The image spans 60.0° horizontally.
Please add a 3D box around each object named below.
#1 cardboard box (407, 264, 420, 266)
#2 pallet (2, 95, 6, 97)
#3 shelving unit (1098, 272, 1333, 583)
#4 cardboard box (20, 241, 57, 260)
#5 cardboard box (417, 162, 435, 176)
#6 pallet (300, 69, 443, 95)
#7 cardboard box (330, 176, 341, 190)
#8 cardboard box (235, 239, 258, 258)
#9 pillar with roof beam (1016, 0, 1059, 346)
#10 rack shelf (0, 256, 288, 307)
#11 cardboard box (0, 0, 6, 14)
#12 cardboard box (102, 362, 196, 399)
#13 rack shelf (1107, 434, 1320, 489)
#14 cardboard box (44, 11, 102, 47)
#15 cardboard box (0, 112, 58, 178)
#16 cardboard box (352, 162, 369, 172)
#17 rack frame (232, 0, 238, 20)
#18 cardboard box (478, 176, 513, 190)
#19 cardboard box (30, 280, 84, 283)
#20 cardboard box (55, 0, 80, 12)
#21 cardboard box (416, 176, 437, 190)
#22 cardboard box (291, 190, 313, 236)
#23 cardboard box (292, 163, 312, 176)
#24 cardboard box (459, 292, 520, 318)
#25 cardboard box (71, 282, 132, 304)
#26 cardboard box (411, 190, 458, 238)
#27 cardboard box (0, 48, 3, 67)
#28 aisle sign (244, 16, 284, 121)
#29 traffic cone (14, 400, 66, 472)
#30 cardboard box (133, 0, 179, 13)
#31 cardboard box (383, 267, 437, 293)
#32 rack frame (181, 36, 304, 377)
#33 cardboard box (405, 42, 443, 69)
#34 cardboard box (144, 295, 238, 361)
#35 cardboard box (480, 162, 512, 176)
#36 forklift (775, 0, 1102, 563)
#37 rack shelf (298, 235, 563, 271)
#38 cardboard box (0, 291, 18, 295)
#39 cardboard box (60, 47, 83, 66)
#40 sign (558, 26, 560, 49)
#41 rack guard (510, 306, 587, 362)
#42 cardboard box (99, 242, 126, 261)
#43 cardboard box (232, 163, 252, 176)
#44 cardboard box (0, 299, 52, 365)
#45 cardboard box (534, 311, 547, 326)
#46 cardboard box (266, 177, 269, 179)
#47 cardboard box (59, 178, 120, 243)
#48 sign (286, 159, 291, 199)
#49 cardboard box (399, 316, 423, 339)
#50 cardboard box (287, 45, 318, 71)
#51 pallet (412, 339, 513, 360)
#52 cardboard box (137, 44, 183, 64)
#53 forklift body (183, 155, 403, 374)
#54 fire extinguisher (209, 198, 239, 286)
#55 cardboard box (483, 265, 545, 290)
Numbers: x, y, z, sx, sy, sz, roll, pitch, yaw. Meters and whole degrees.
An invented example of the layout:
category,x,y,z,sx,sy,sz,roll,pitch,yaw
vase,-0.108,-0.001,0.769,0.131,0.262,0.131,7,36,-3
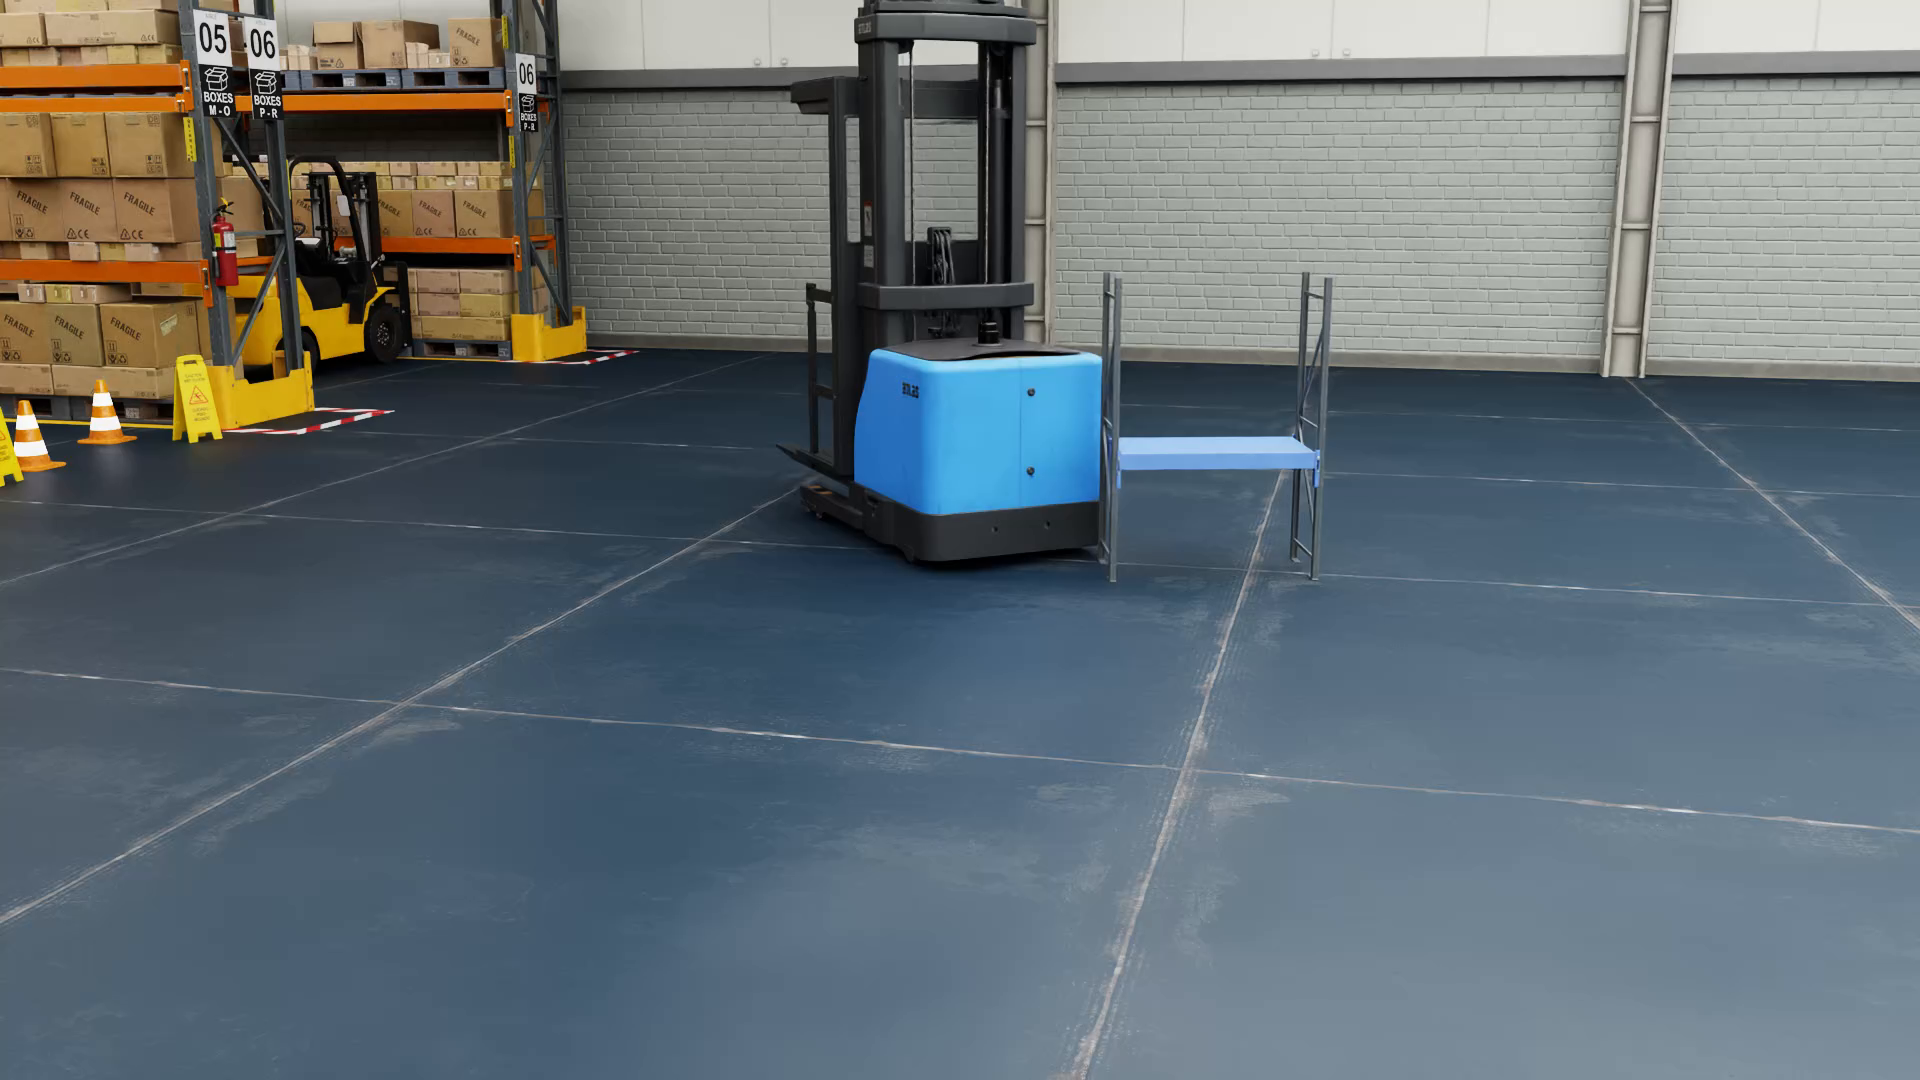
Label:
category,x,y,z,sx,sy,sz,roll,pitch,yaw
cardboard box,-6.447,-3.007,18.932,0.500,0.250,0.500,3,13,12
pallet,-11.648,-5.281,19.622,1.003,0.211,1.213,4,13,16
shelving unit,1.259,-0.577,8.372,1.048,1.500,0.538,0,13,-2
cardboard box,-7.420,-2.369,13.568,0.250,0.149,0.380,3,13,13
cardboard box,-5.691,-4.038,18.092,0.250,0.149,0.380,3,13,14
pallet,-6.429,-5.036,18.287,1.213,0.211,1.003,3,13,14
cardboard box,-6.702,-3.927,18.279,0.250,0.149,0.380,3,13,12
cardboard box,-6.027,-2.405,13.726,0.250,0.149,0.380,3,13,14
pillar with roof beam,-0.227,-5.448,13.013,0.400,9.000,9.100,3,13,14
rack shelf,-7.688,-2.219,13.969,4.000,0.370,1.077,3,13,14
cardboard box,-7.643,-4.225,13.166,0.250,0.149,0.380,3,13,15
cardboard box,-6.619,-1.315,13.616,0.500,0.250,0.500,3,13,13
rack shelf,1.259,-0.402,8.411,1.000,0.185,0.538,0,13,-2
cardboard box,-6.793,-4.002,13.079,0.500,0.250,0.500,3,13,13
cardboard box,-7.304,-3.161,13.332,0.500,0.500,0.700,3,13,13
cardboard box,-6.450,-4.073,18.253,0.250,0.149,0.380,3,13,14
rack frame,-8.445,-6.646,18.415,0.127,3.000,1.000,3,13,14
cardboard box,-4.965,-3.835,17.864,0.250,0.149,0.380,3,13,14
cardboard box,-10.436,-2.869,19.751,0.625,0.625,0.875,3,13,11
cardboard box,-6.873,-4.207,13.086,0.250,0.149,0.380,3,13,14
cardboard box,-5.695,-3.883,18.083,0.250,0.149,0.380,3,13,13
cardboard box,-7.075,-3.639,18.479,0.500,0.500,0.500,3,13,13
cardboard box,-7.197,-4.101,18.376,0.250,0.149,0.380,3,13,13
cardboard box,-5.108,-2.576,18.145,0.500,0.250,0.500,3,13,13
cardboard box,-6.959,-2.003,13.487,0.250,0.149,0.380,3,13,15
cardboard box,-5.603,-3.558,18.115,0.500,0.500,0.500,3,13,15
cardboard box,-7.662,-3.838,13.261,0.250,0.149,0.380,3,13,13
aisle sign,-5.612,-3.797,13.421,0.004,0.787,0.394,3,13,14
traffic cone,-6.409,-0.728,11.445,0.334,0.463,0.336,3,13,14
cardboard box,-6.146,-4.153,12.839,0.250,0.149,0.380,3,13,14
cardboard box,-6.072,-2.868,18.308,0.500,0.250,0.500,3,13,14
rack frame,-5.747,-2.466,13.424,0.127,3.000,1.000,3,13,14
cardboard box,-5.685,-5.155,17.728,0.258,0.266,0.396,3,13,14
cardboard box,-6.487,-1.796,14.050,0.500,0.500,0.500,3,13,12
cardboard box,-4.959,-3.995,17.900,0.250,0.149,0.380,3,13,14
forklift,-0.308,-1.590,9.634,1.130,2.935,3.031,-6,14,-24
rack shelf,-6.503,-3.263,18.675,4.000,0.370,1.077,3,13,14
cardboard box,-8.497,-1.902,14.529,0.500,0.500,0.500,3,13,15
cardboard box,-6.889,-3.822,13.188,0.250,0.149,0.380,3,13,14
sign,-4.422,-5.556,18.226,0.005,0.325,0.100,3,13,14
rack guard,-4.538,-2.288,18.394,0.348,0.500,1.175,3,13,14
cardboard box,-6.677,-2.325,13.370,0.250,0.149,0.380,3,13,13
cardboard box,-7.926,-4.159,18.637,0.250,0.149,0.380,3,13,14
cardboard box,-7.583,-1.736,13.778,0.500,0.500,0.500,3,13,12
cardboard box,-4.991,-2.439,18.682,0.500,0.250,0.500,3,13,14
cardboard box,-7.465,-3.962,18.438,0.250,0.149,0.380,3,13,15
cardboard box,-6.825,-2.657,13.368,0.500,0.500,0.500,3,13,14
sign,-5.617,-3.003,13.844,0.005,0.325,0.100,3,13,14
cardboard box,-6.057,-2.386,18.443,0.500,0.250,0.500,3,13,14
cardboard box,-7.076,-5.229,18.063,0.258,0.266,0.396,3,13,12
pallet,-5.314,-2.180,18.570,1.213,0.211,1.003,3,13,14
cardboard box,-6.160,-3.767,12.944,0.250,0.149,0.380,3,13,14
forklift body,-6.839,-2.810,16.935,1.214,2.155,2.313,3,13,14
fire extinguisher,-5.746,-2.325,12.968,0.183,0.674,0.296,3,13,14
cardboard box,-4.982,-2.926,18.565,0.500,0.250,0.500,3,13,13
